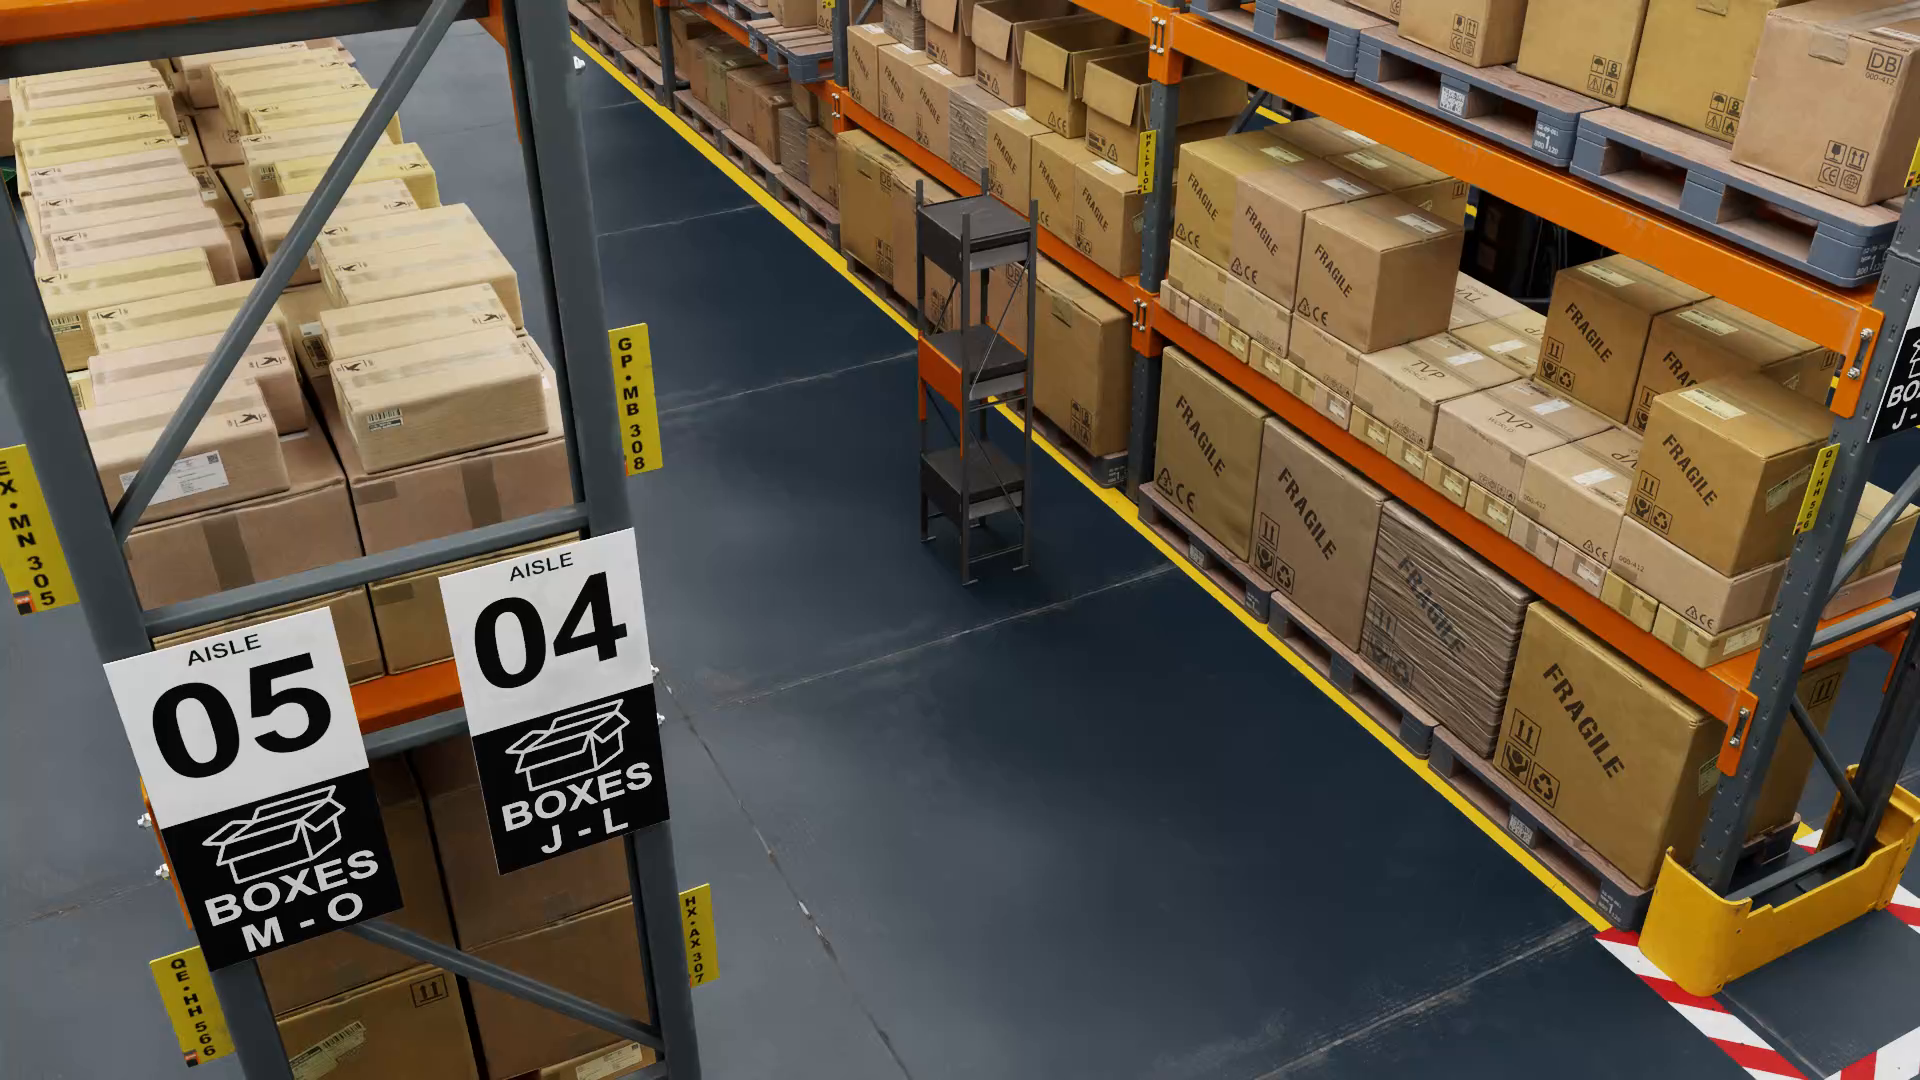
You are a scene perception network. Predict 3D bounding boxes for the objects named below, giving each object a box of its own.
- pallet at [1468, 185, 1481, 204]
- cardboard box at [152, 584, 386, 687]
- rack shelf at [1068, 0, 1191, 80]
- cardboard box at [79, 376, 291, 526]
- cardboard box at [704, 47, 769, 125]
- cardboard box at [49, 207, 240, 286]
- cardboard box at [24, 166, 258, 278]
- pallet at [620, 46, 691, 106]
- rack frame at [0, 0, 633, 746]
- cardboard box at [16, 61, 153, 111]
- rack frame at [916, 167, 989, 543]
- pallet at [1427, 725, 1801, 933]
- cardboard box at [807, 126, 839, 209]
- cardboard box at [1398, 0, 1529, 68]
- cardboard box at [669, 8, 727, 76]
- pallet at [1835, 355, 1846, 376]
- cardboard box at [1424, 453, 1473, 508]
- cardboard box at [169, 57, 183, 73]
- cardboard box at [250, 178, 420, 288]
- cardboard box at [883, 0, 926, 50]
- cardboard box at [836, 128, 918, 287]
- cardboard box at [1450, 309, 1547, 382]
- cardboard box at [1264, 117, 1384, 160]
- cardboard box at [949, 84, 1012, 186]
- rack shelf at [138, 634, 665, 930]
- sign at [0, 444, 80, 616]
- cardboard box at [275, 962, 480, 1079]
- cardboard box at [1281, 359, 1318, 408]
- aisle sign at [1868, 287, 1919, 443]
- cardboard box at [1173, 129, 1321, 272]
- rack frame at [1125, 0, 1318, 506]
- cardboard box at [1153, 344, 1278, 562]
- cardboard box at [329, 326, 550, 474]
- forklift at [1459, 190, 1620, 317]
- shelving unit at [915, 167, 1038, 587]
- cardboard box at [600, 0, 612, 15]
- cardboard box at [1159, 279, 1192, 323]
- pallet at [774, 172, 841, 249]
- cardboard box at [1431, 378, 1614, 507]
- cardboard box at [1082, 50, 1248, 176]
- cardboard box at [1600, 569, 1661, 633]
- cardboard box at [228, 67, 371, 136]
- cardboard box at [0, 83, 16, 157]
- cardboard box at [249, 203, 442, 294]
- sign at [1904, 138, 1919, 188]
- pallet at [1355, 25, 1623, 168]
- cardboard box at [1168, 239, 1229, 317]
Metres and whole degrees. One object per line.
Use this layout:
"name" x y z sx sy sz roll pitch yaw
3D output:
"pallet" 4.353 -3.231 14.116 1.003 0.211 1.213 -16 36 -23
"cardboard box" -1.584 0.142 3.626 0.500 0.250 0.500 -17 36 -24
"rack shelf" 0.499 -3.531 9.886 1.077 0.370 4.000 -16 36 -23
"cardboard box" -1.553 -0.171 3.280 0.380 0.149 0.250 -16 36 -24
"cardboard box" -1.825 -4.036 14.697 0.700 0.500 0.500 -16 36 -23
"cardboard box" -1.986 -0.671 4.060 0.380 0.149 0.250 -17 36 -24
"cardboard box" -2.279 -0.807 4.642 0.500 0.250 0.500 -18 37 -25
"pallet" -2.643 -4.572 16.209 1.003 0.211 1.213 -16 36 -23
"rack frame" -1.138 -1.034 2.541 1.000 3.000 0.127 -16 36 -23
"cardboard box" -2.737 -1.416 5.224 0.380 0.149 0.250 -17 36 -24
"rack frame" -0.037 -0.922 8.761 0.400 2.100 0.015 -16 36 -23
"pallet" 2.855 1.105 7.348 1.003 0.211 1.213 -16 36 -23
"cardboard box" -0.763 -2.973 13.037 0.700 0.500 0.500 -18 37 -26
"cardboard box" 2.215 -2.239 6.628 0.700 0.500 0.500 -14 35 -21
"cardboard box" -2.449 -4.759 15.845 0.500 0.500 0.500 -17 36 -25
"pallet" 6.190 -1.347 11.175 1.003 0.211 1.213 -16 36 -23
"cardboard box" 2.240 -0.299 7.188 0.380 0.149 0.250 -16 36 -23
"cardboard box" -2.563 -1.671 5.991 0.500 0.250 0.500 -18 37 -25
"cardboard box" -1.579 -0.785 4.238 0.380 0.149 0.250 -15 36 -22
"cardboard box" -0.107 -3.637 11.142 0.797 0.503 0.637 -15 35 -22
"cardboard box" -0.130 -2.473 11.928 1.225 0.875 0.875 -18 37 -25
"cardboard box" 2.584 -0.801 7.602 0.500 0.250 0.500 -17 36 -24
"cardboard box" 1.883 -1.842 8.531 0.500 0.500 0.500 -15 36 -22
"cardboard box" 0.268 -2.539 10.358 0.500 0.500 0.500 -16 36 -23
"rack shelf" -2.071 -0.423 5.034 1.077 0.370 4.000 -16 36 -23
"sign" -1.639 -0.014 2.908 0.100 0.325 0.005 -16 36 -23
"cardboard box" -1.576 1.175 4.286 0.500 0.500 0.500 -15 36 -22
"cardboard box" 1.765 -0.788 7.950 0.380 0.149 0.250 -16 36 -24
"aisle sign" 3.065 -0.692 5.159 0.394 0.787 0.004 -16 36 -23
"cardboard box" 1.429 -1.701 8.312 0.500 0.500 0.500 -16 36 -23
"rack frame" 1.432 -1.616 9.011 1.000 3.000 0.127 -16 36 -23
"cardboard box" 1.669 -0.563 8.948 0.875 0.875 0.875 -16 36 -23
"cardboard box" -1.088 -0.298 3.479 0.380 0.149 0.250 -16 36 -24
"forklift" 2.975 -1.746 9.278 1.130 2.935 3.031 -12 34 -18
"shelving unit" 0.077 -0.805 8.579 0.431 2.100 0.503 -16 36 -23
"cardboard box" -3.578 -5.888 17.607 0.500 0.500 0.500 -7 33 -11
"cardboard box" 1.275 -1.286 8.728 0.380 0.149 0.250 -16 36 -23
"pallet" -0.796 -2.724 13.325 1.003 0.211 1.213 -16 36 -23
"cardboard box" 2.362 -0.419 7.005 0.500 0.250 0.500 -17 36 -25
"cardboard box" 1.127 -2.384 9.186 0.797 0.503 0.637 -17 36 -24
"cardboard box" 2.717 0.188 6.428 0.380 0.149 0.250 -15 36 -23
"cardboard box" -1.990 -1.304 5.049 0.380 0.149 0.250 -16 36 -23
"cardboard box" -8.365 -3.666 14.525 0.500 0.500 0.500 -10 34 -15
"cardboard box" -1.582 -0.686 4.454 0.500 0.250 0.500 -15 36 -23
"sign" 2.810 -1.180 4.802 0.100 0.325 0.005 -16 36 -23
"pallet" 2.369 -1.867 6.704 1.003 0.211 1.213 -16 36 -23
"cardboard box" 1.419 -1.388 8.518 0.500 0.250 0.500 -17 36 -24
